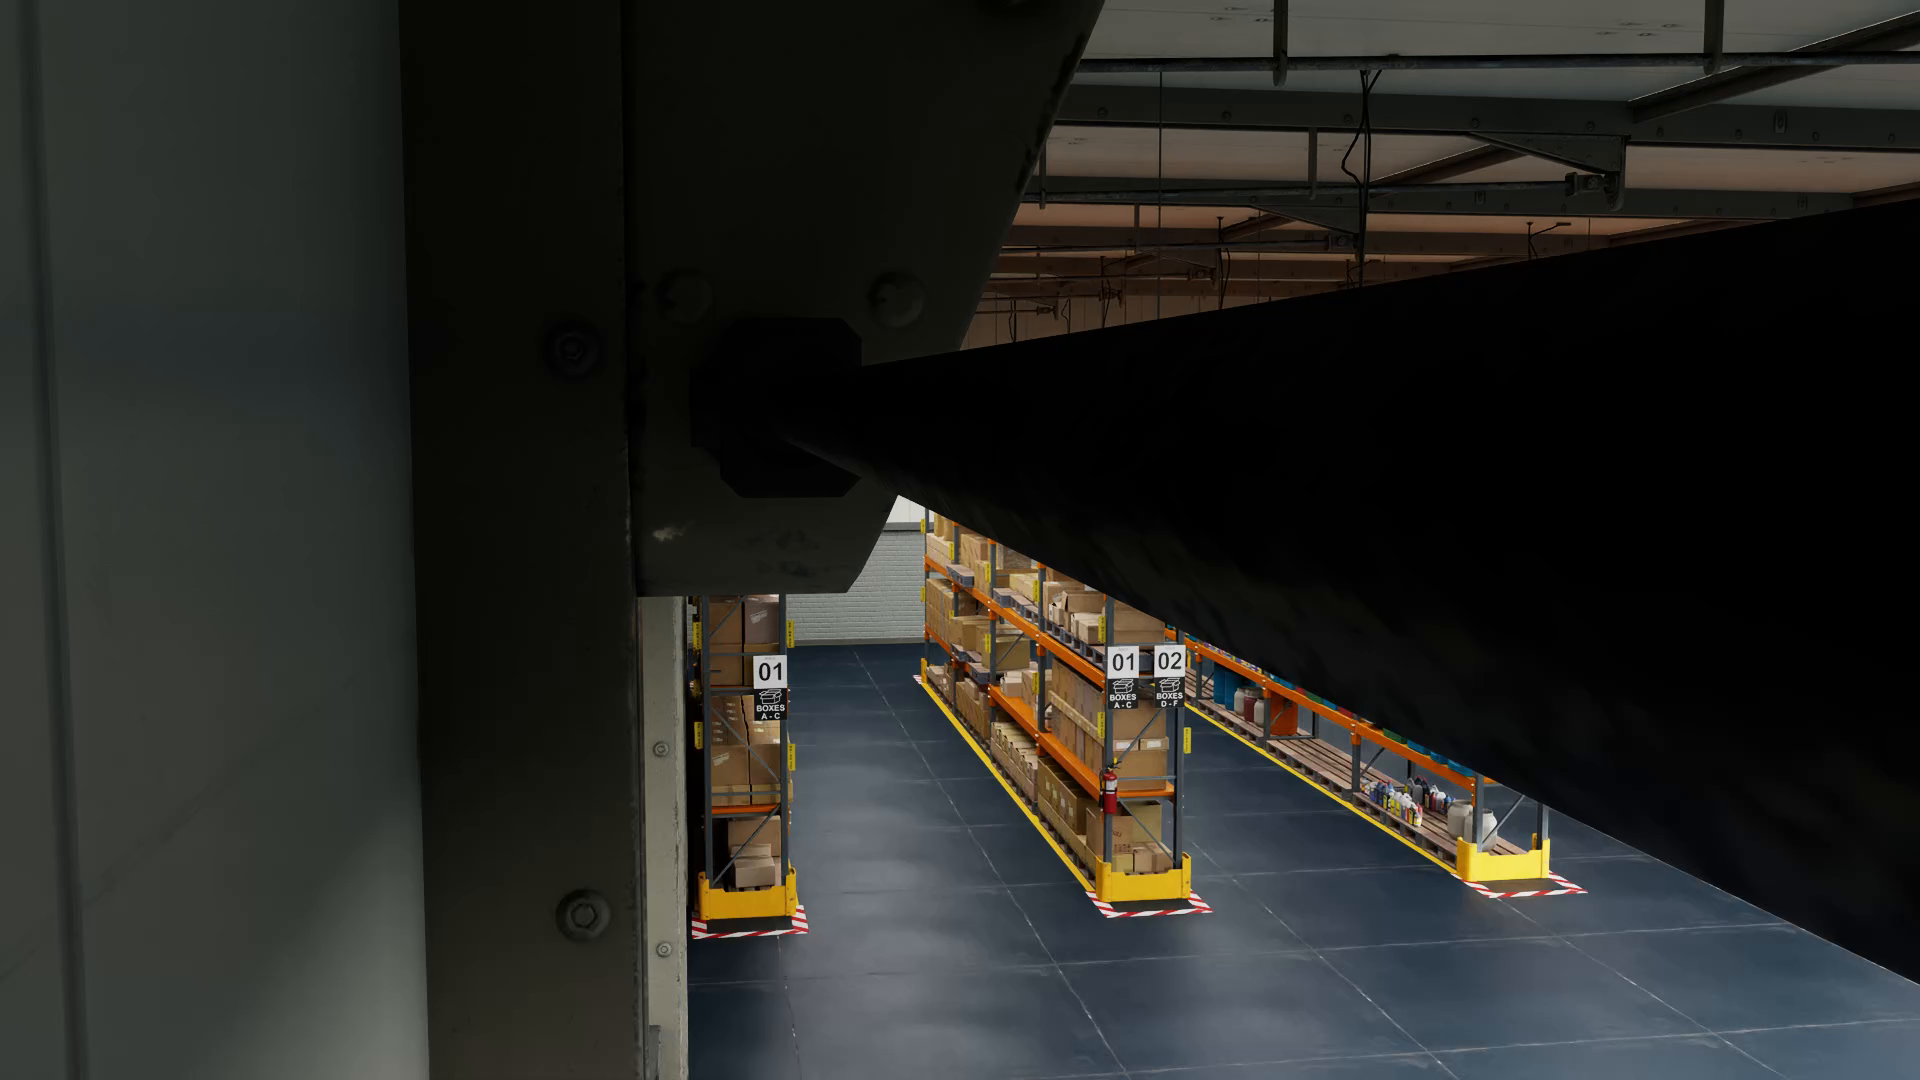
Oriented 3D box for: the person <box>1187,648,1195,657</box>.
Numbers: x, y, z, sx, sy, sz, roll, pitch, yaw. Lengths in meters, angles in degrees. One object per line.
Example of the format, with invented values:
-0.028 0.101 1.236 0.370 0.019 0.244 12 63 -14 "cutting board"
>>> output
5.850 2.023 39.694 0.906 1.667 0.569 1 5 6 "person"
